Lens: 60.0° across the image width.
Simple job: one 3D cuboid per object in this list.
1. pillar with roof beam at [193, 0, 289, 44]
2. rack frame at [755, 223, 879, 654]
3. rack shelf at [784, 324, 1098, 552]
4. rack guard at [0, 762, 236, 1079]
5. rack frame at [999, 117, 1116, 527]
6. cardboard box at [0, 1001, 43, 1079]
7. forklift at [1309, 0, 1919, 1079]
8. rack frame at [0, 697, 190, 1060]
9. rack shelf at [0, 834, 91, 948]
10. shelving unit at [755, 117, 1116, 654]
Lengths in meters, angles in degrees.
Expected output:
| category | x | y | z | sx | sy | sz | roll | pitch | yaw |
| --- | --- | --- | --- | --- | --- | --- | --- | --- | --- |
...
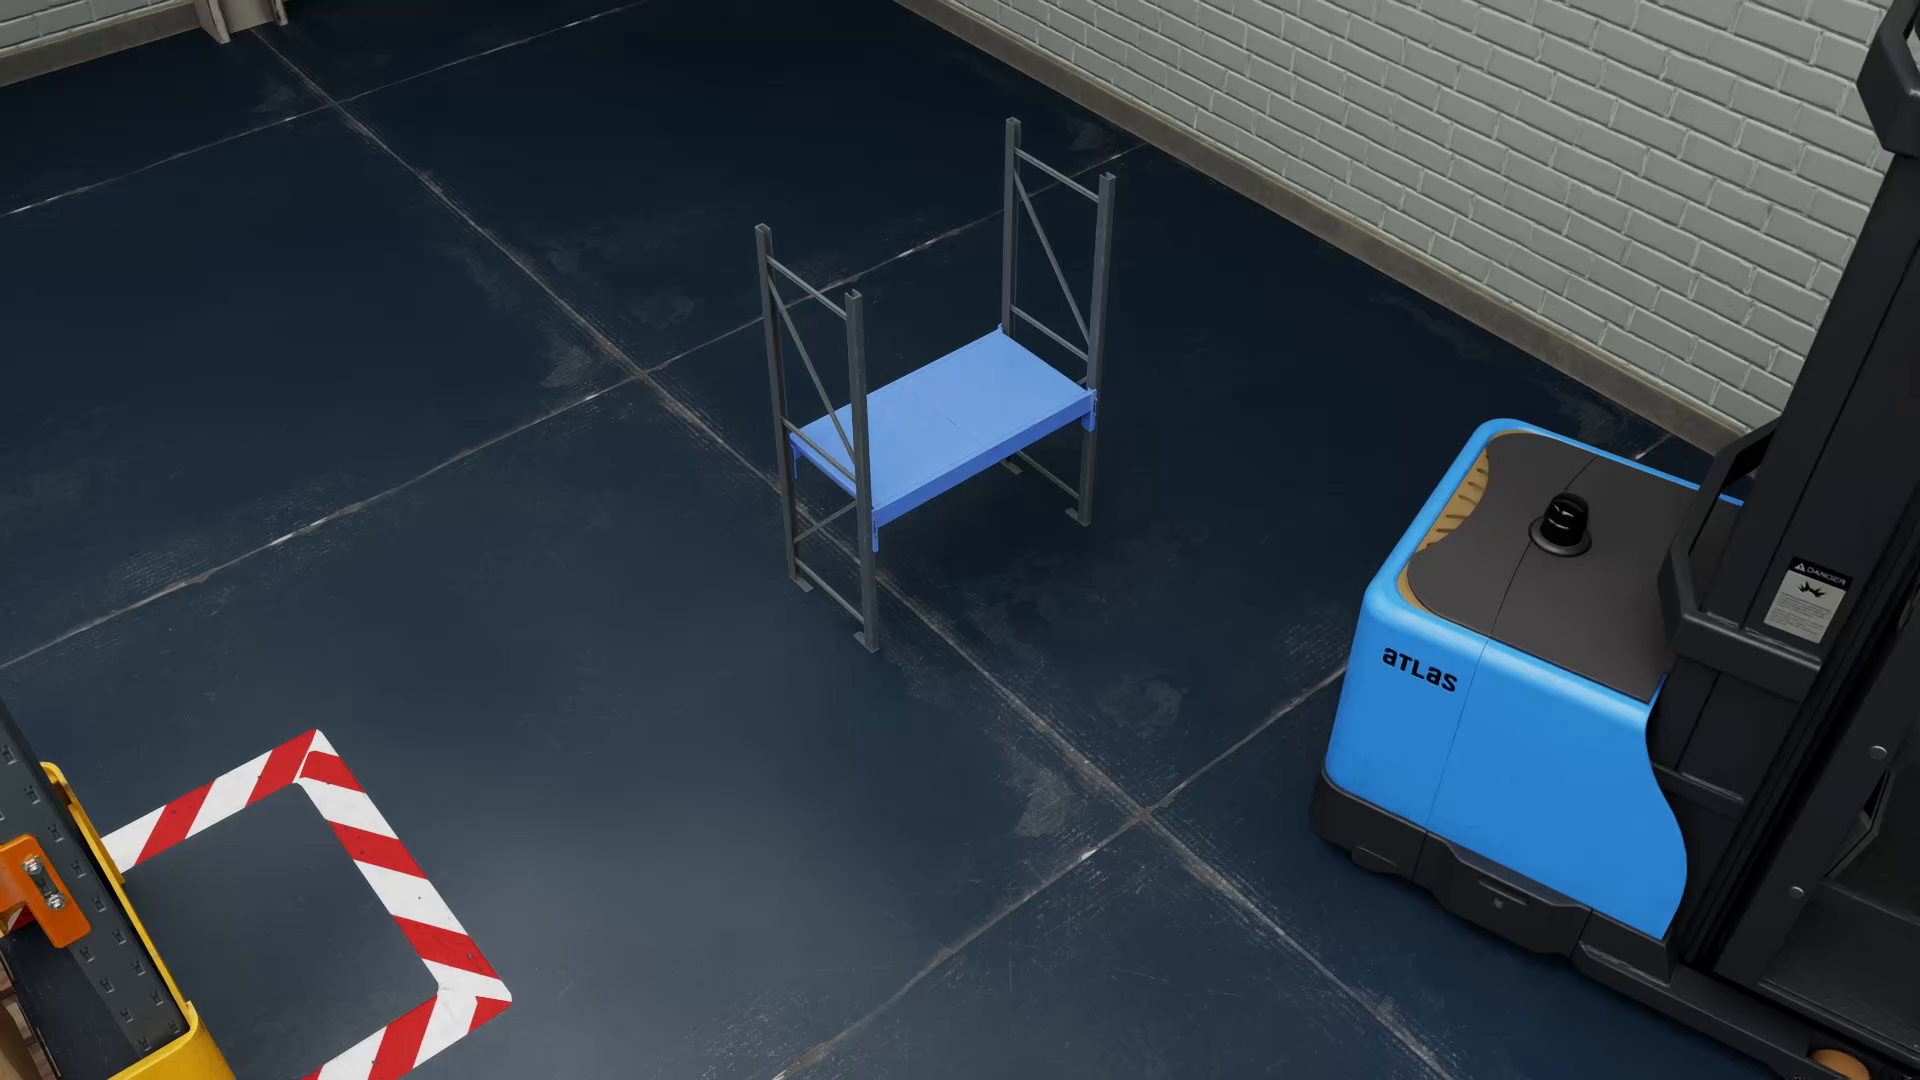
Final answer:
| category | x | y | z | sx | sy | sz | roll | pitch | yaw |
| --- | --- | --- | --- | --- | --- | --- | --- | --- | --- |
| pillar with roof beam | -1.255 | -3.919 | 3.850 | 0.400 | 9.000 | 9.100 | -30 | 51 | -28 |
| rack frame | -0.455 | -0.286 | 5.459 | 0.032 | 1.500 | 0.500 | -30 | 51 | -28 |
| rack shelf | -0.065 | -0.378 | 5.820 | 1.000 | 0.185 | 0.538 | -30 | 51 | -28 |
| rack guard | -2.411 | 1.191 | 4.616 | 0.348 | 0.500 | 1.175 | -30 | 51 | -28 |
| rack frame | 0.325 | -0.733 | 5.934 | 0.032 | 1.500 | 0.500 | -30 | 51 | -28 |
| cardboard box | -2.611 | 1.366 | 4.109 | 0.500 | 0.500 | 0.500 | -30 | 51 | -28 |
| forklift | 2.606 | 0.150 | 3.949 | 3.031 | 2.935 | 1.130 | 24 | 48 | 24 |
| rack frame | -2.352 | 0.247 | 3.796 | 0.127 | 3.000 | 1.000 | -30 | 51 | -28 |
| rack shelf | -3.886 | 1.388 | 3.107 | 4.000 | 0.370 | 1.077 | -30 | 51 | -28 |
| shelving unit | -0.065 | -0.509 | 5.697 | 1.048 | 1.500 | 0.538 | -30 | 51 | -28 |
